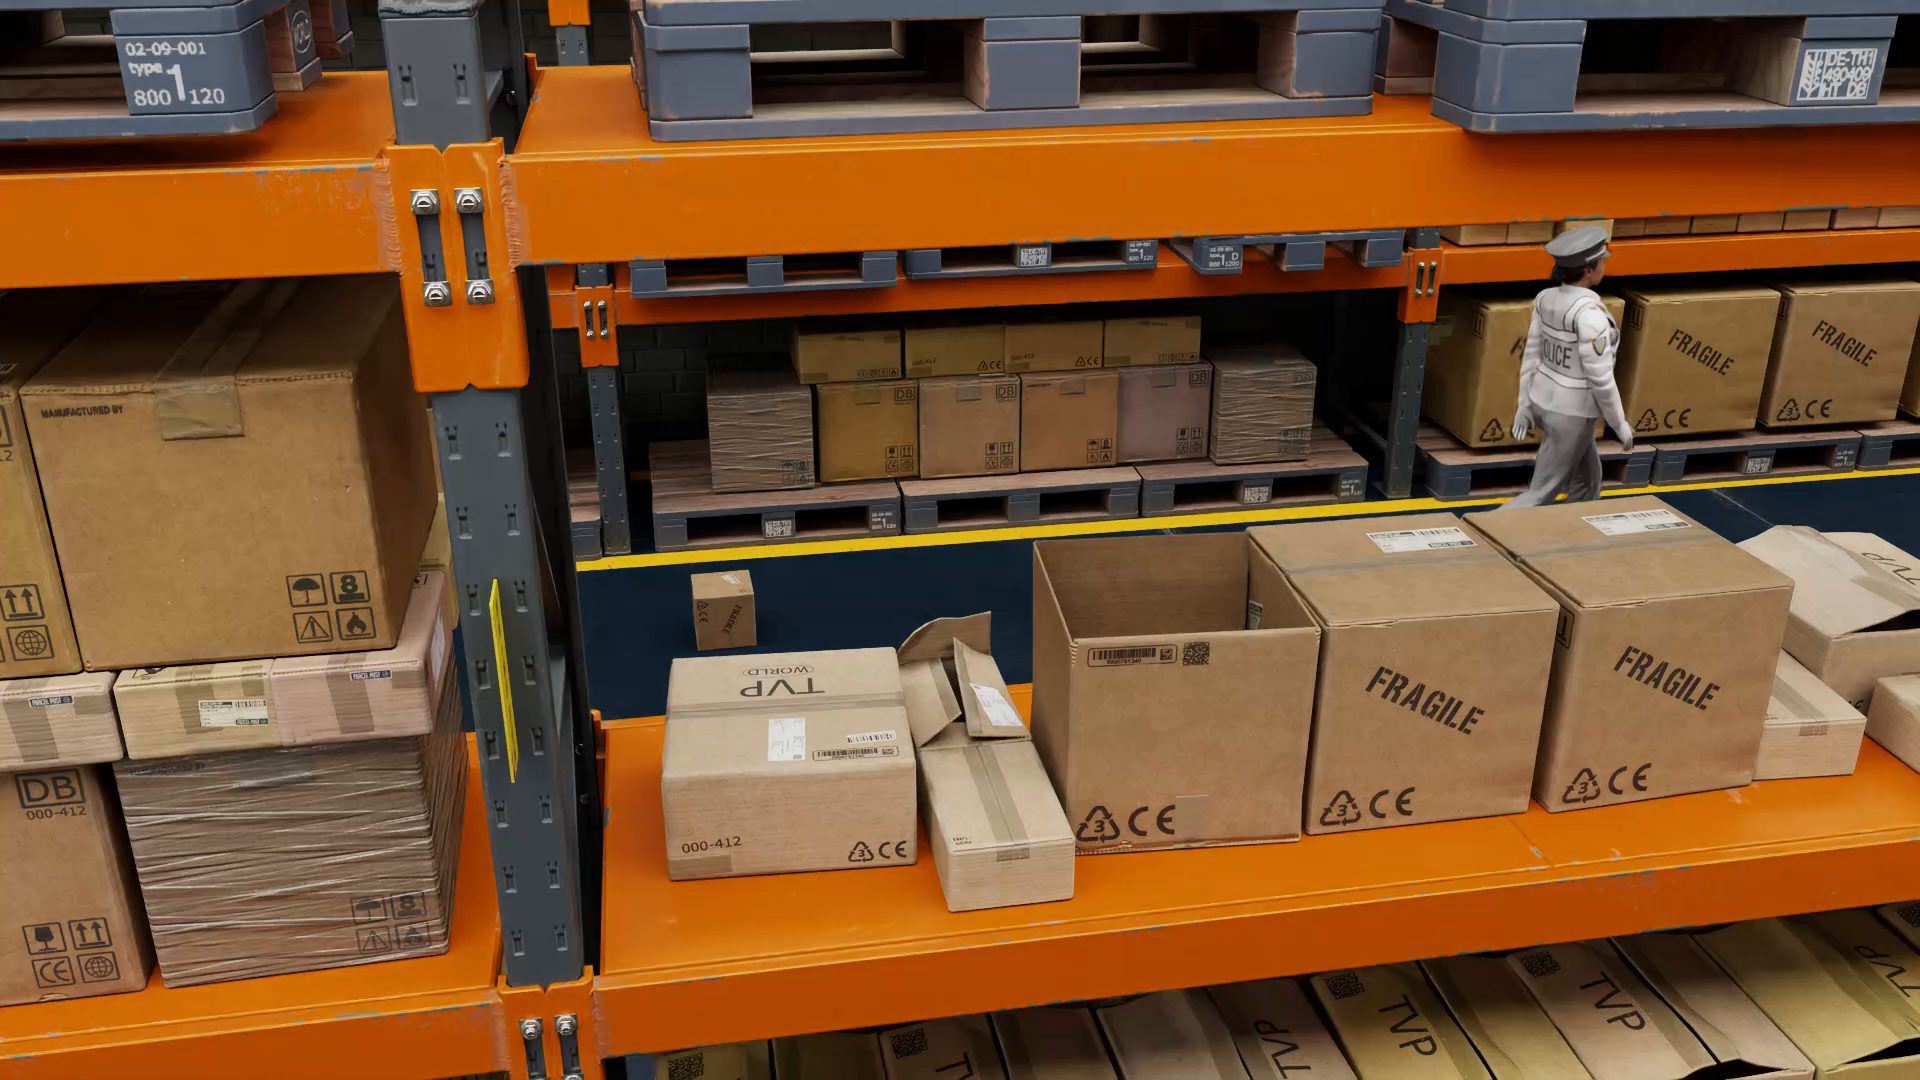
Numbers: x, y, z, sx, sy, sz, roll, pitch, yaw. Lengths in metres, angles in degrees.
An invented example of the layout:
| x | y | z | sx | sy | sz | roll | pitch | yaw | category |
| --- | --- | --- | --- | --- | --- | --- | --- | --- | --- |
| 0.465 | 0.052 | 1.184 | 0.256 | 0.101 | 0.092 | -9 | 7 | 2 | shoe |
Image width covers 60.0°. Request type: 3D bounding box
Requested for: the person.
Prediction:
| x | y | z | sx | sy | sz | roll | pitch | yaw | category |
| --- | --- | --- | --- | --- | --- | --- | --- | --- | --- |
| 2.718 | -0.582 | 7.396 | 0.961 | 1.640 | 0.492 | -3 | 24 | -7 | person |
